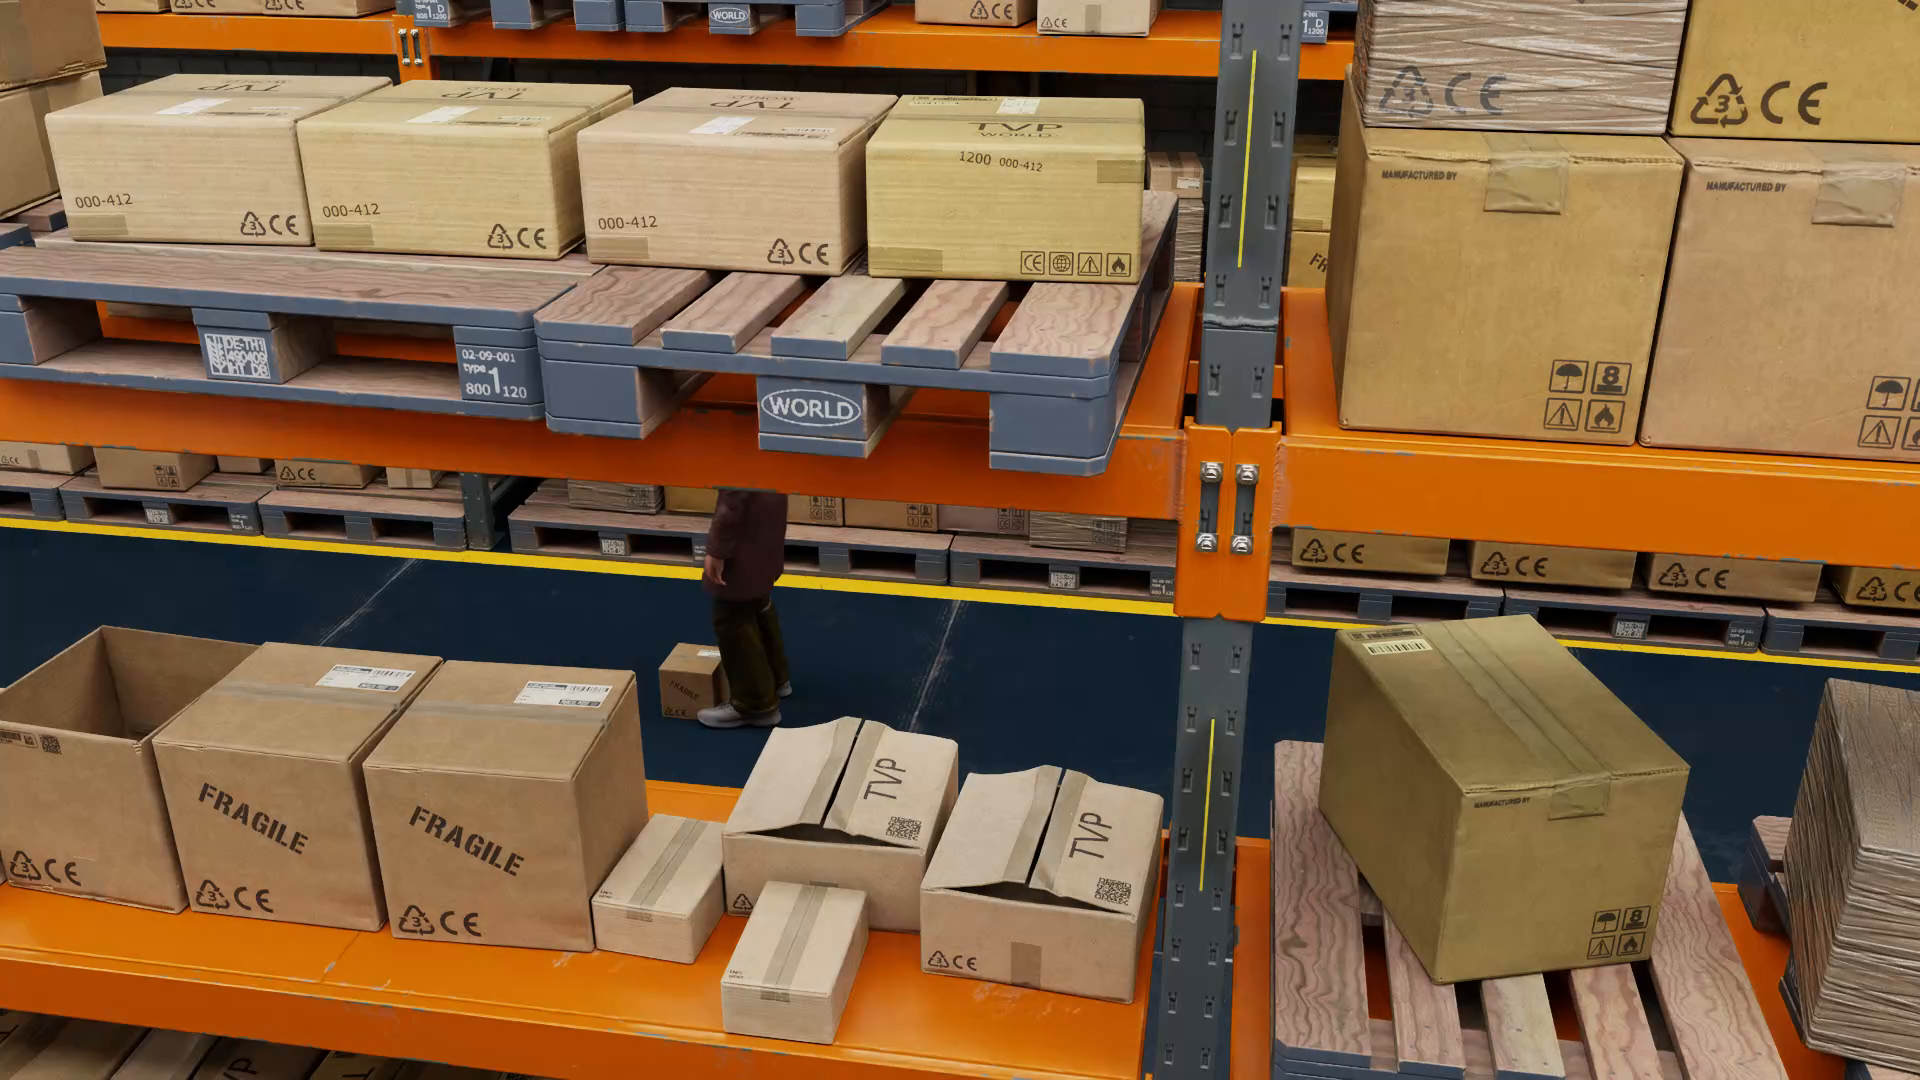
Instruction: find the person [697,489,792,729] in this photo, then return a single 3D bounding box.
[{"bbox_3d":[-0.951,-0.037,7.204,0.427,1.774,0.644,4,25,9],"label":"person"}]
